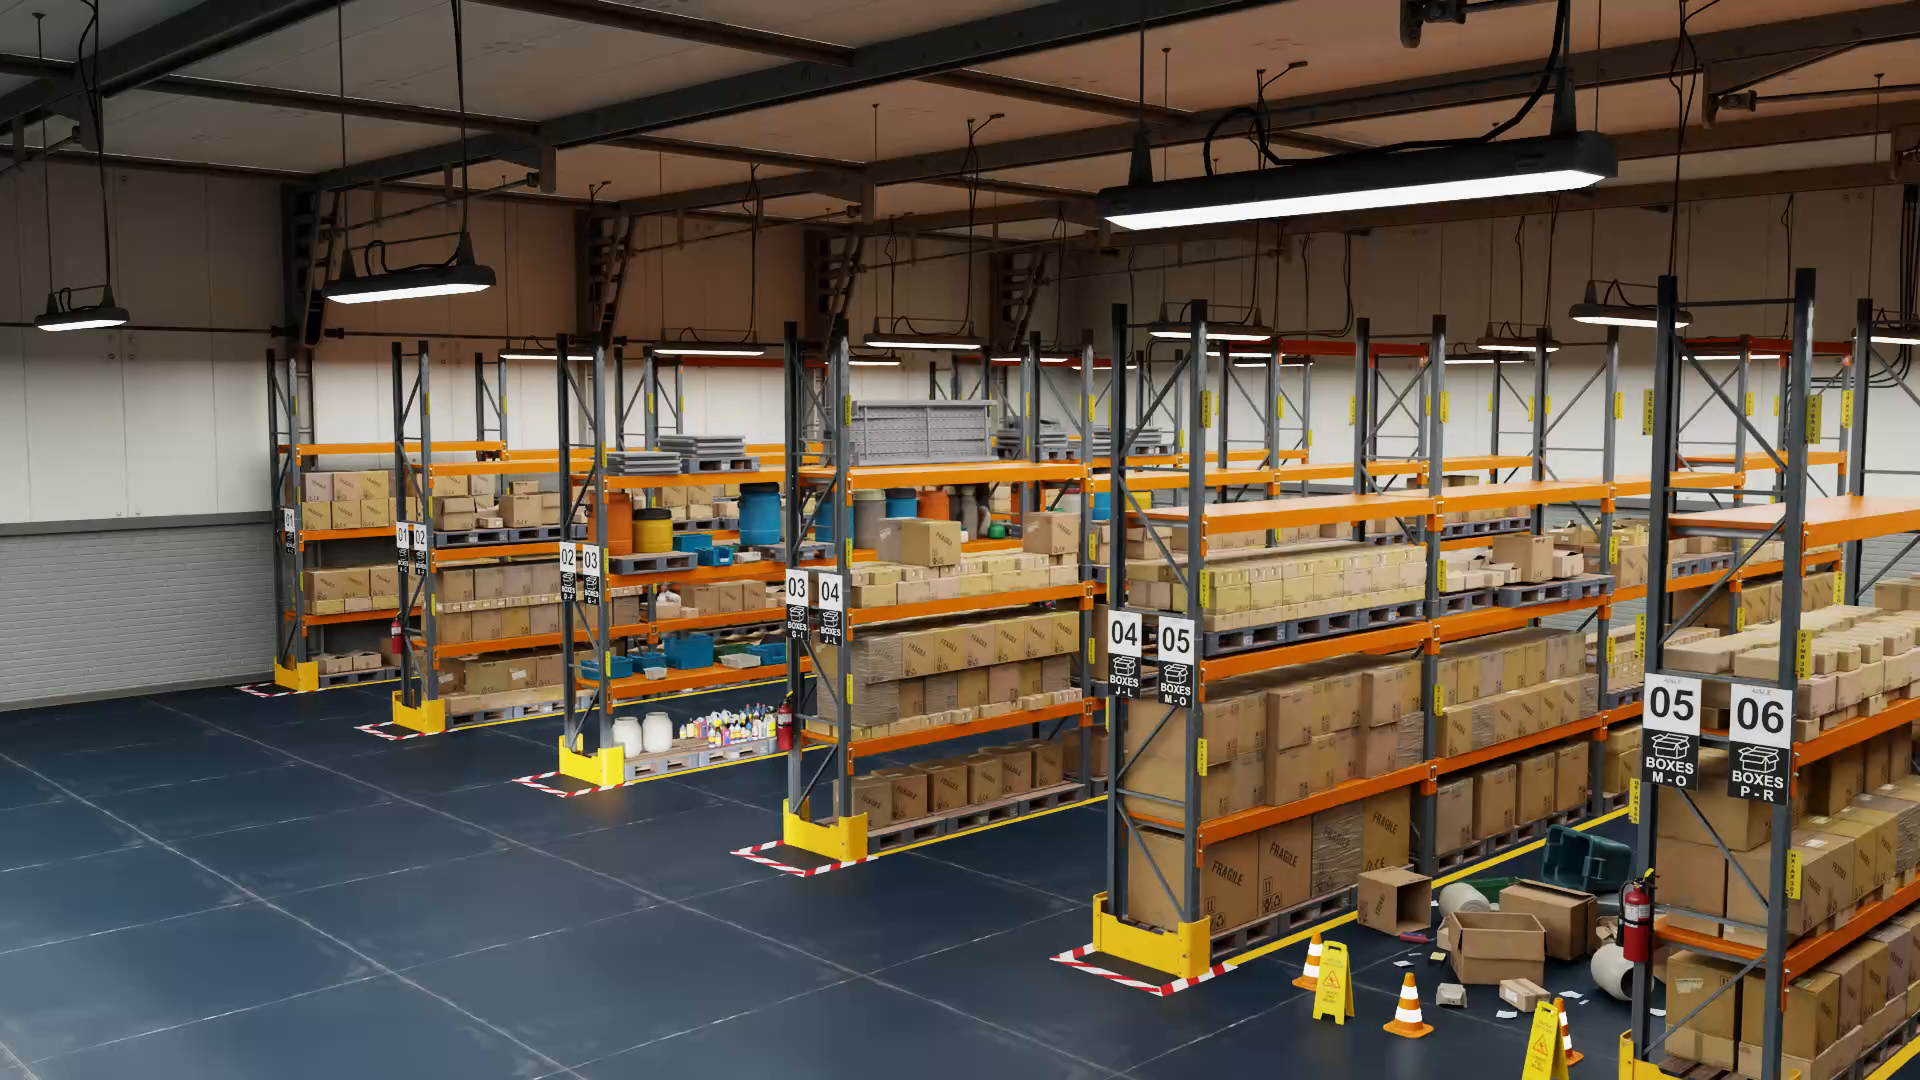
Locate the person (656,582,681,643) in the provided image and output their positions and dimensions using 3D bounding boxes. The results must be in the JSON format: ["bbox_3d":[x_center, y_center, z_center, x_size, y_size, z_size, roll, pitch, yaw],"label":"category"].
[{"bbox_3d":[-5.654,1.565,31.901,0.616,1.678,0.612,4,6,37],"label":"person"}]
